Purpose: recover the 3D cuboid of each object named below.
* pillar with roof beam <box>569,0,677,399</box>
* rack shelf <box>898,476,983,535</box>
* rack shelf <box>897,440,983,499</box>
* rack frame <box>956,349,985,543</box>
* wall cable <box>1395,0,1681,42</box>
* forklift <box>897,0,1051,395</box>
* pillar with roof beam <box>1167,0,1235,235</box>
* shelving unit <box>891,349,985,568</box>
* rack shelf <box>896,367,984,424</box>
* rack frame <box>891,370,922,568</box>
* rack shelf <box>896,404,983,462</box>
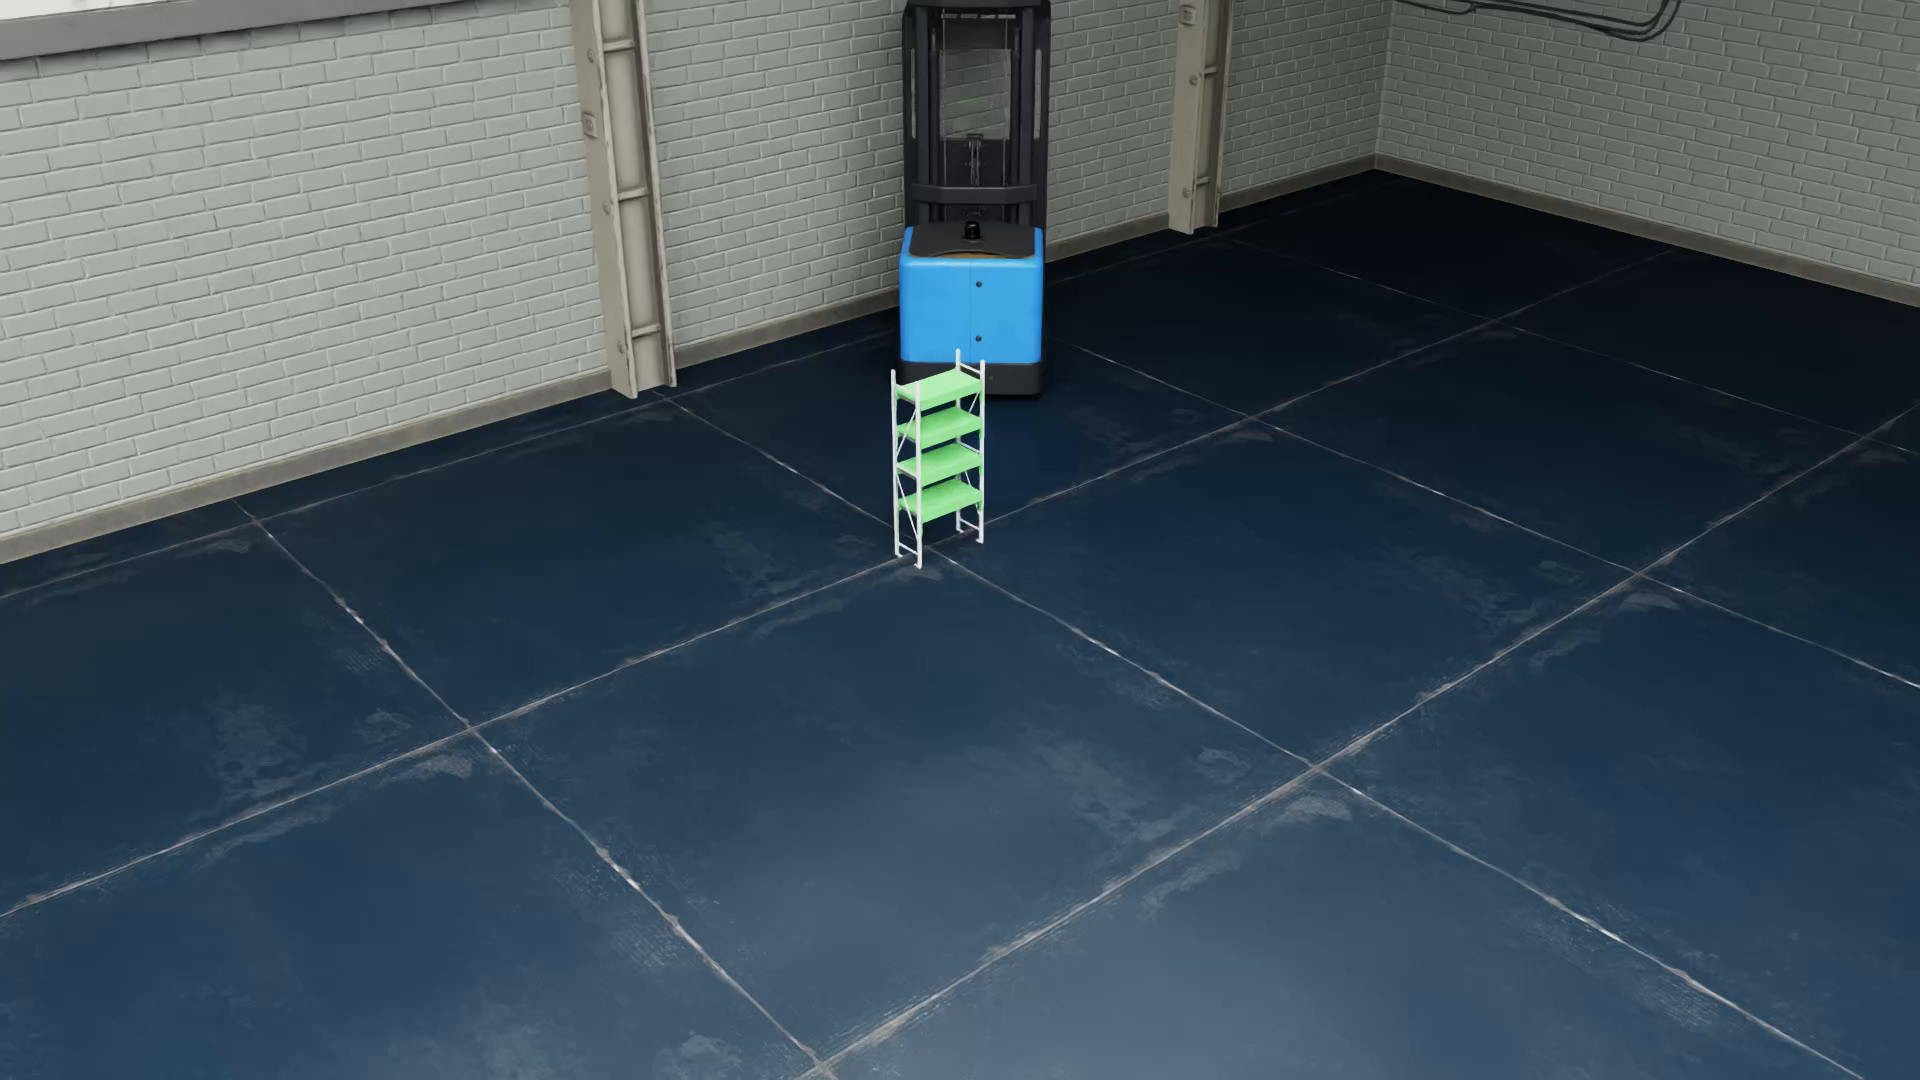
[{"bbox_3d":[0.438,-3.573,7.388,0.400,9.000,9.100,-22,35,-35],"label":"pillar with roof beam"},{"bbox_3d":[-0.126,-0.211,10.016,0.480,0.148,0.258,-22,35,-35],"label":"rack shelf"},{"bbox_3d":[-0.126,-0.422,9.903,0.480,0.148,0.258,-22,35,-35],"label":"rack shelf"},{"bbox_3d":[0.060,-0.553,10.012,0.015,1.200,0.240,-22,35,-35],"label":"rack frame"},{"bbox_3d":[5.308,-6.009,15.242,0.112,2.526,3.097,-22,35,-35],"label":"wall cable"},{"bbox_3d":[0.128,-3.003,12.759,1.130,2.935,3.031,1,28,2],"label":"forklift"},{"bbox_3d":[5.003,-5.408,10.822,0.400,9.000,9.100,-22,35,-35],"label":"pillar with roof beam"},{"bbox_3d":[-0.126,-0.479,9.872,0.503,1.200,0.258,-22,35,-35],"label":"shelving unit"},{"bbox_3d":[-0.126,-0.846,9.676,0.480,0.148,0.258,-22,35,-35],"label":"rack shelf"},{"bbox_3d":[-0.312,-0.404,9.733,0.015,1.200,0.240,-22,35,-35],"label":"rack frame"},{"bbox_3d":[-0.126,-0.634,9.789,0.480,0.148,0.258,-22,35,-35],"label":"rack shelf"}]
